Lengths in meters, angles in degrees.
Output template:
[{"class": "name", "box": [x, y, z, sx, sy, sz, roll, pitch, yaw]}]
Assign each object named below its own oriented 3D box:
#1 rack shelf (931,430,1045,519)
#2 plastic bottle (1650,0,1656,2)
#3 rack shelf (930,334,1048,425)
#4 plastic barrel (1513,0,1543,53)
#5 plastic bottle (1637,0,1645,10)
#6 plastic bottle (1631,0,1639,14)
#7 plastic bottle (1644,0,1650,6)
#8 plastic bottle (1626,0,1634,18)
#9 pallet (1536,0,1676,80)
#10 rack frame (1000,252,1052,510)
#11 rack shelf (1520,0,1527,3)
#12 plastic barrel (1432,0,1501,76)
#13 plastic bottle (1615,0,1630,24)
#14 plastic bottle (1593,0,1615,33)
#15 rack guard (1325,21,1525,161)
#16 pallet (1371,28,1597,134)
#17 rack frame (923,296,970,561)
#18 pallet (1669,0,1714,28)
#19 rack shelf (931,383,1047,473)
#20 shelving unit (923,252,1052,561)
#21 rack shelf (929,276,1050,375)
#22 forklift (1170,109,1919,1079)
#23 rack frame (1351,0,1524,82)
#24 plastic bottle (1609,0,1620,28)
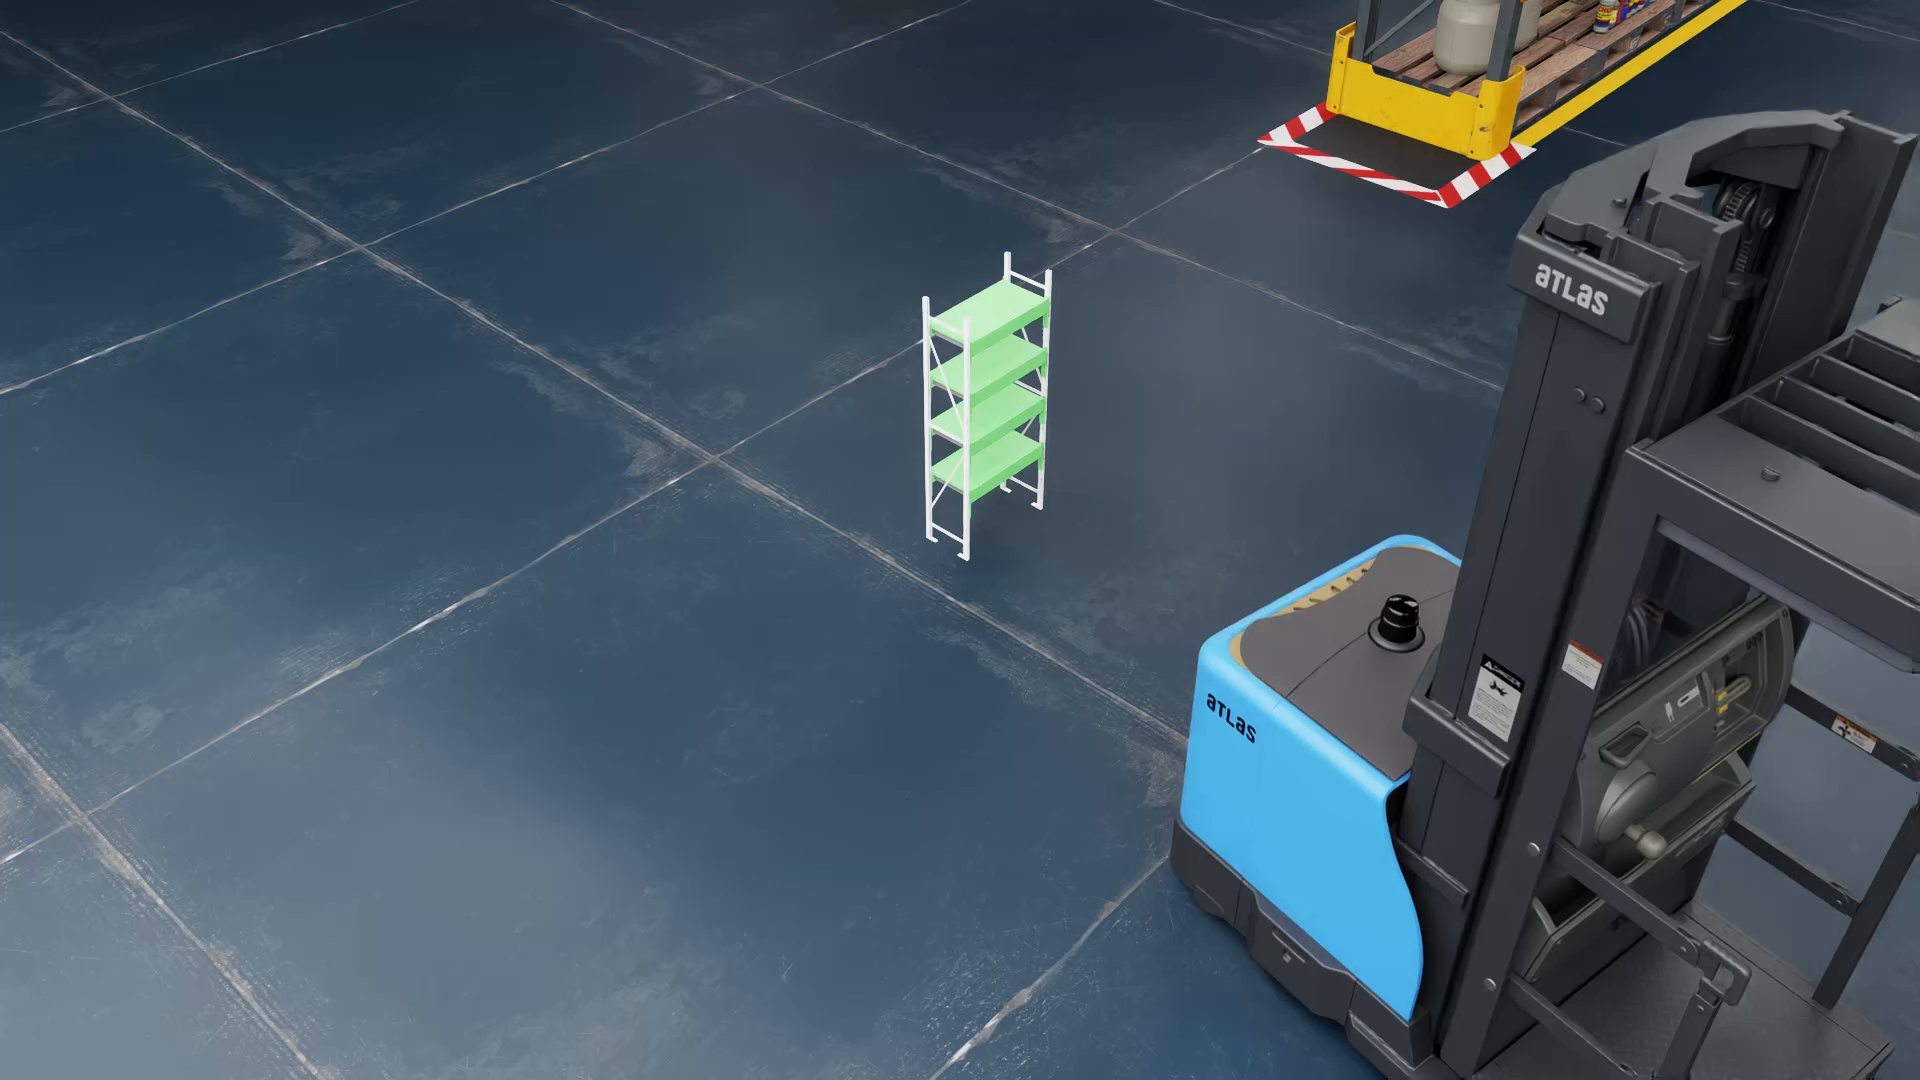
[{"class": "rack shelf", "box": [0.112, -0.308, 7.161, 0.258, 0.148, 0.480, 30, 47, 32]}, {"class": "plastic bottle", "box": [4.827, -3.867, 11.598, 0.097, 0.201, 0.097, 0, 38, 0]}, {"class": "rack shelf", "box": [0.112, -0.684, 6.863, 0.258, 0.148, 0.480, 30, 47, 32]}, {"class": "plastic barrel", "box": [3.596, -3.500, 10.903, 0.421, 0.512, 0.421, 0, 38, 0]}, {"class": "plastic bottle", "box": [4.689, -3.772, 11.479, 0.097, 0.201, 0.097, 0, 38, 0]}, {"class": "plastic bottle", "box": [4.622, -3.754, 11.400, 0.097, 0.271, 0.097, 0, 38, 0]}, {"class": "plastic bottle", "box": [4.759, -3.847, 11.517, 0.097, 0.271, 0.097, 0, 38, 0]}, {"class": "plastic bottle", "box": [4.554, -3.708, 11.342, 0.097, 0.271, 0.097, 0, 38, 0]}, {"class": "pallet", "box": [4.262, -3.637, 11.654, 1.003, 0.211, 1.213, 30, 47, 32]}, {"class": "rack frame", "box": [0.276, -0.658, 7.113, 0.240, 1.200, 0.015, 30, 47, 32]}, {"class": "rack shelf", "box": [4.219, -4.382, 10.928, 1.077, 0.370, 4.000, 30, 47, 32]}, {"class": "plastic barrel", "box": [3.258, -3.270, 10.613, 0.421, 0.512, 0.421, 0, 38, 0]}, {"class": "plastic bottle", "box": [4.489, -3.652, 11.262, 0.061, 0.283, 0.133, 30, 48, 33]}, {"class": "plastic bottle", "box": [4.323, -3.551, 11.144, 0.097, 0.271, 0.097, 0, 38, 0]}, {"class": "rack guard", "box": [2.887, -2.821, 10.396, 1.175, 0.500, 0.348, 30, 47, 32]}, {"class": "pallet", "box": [3.439, -3.079, 10.952, 1.003, 0.211, 1.213, 30, 47, 32]}, {"class": "rack frame", "box": [-0.053, -0.434, 6.831, 0.240, 1.200, 0.015, 30, 47, 32]}, {"class": "pallet", "box": [5.085, -4.200, 12.362, 1.003, 0.211, 1.213, 30, 47, 32]}, {"class": "rack shelf", "box": [0.112, -0.496, 7.012, 0.258, 0.148, 0.480, 30, 47, 32]}, {"class": "shelving unit", "box": [0.112, -0.546, 6.972, 0.258, 1.200, 0.503, 30, 47, 32]}, {"class": "rack shelf", "box": [0.112, -0.871, 6.713, 0.258, 0.148, 0.480, 30, 47, 32]}, {"class": "forklift", "box": [2.013, 0.562, 4.188, 1.130, 2.935, 3.031, -25, 45, -28]}, {"class": "rack frame", "box": [2.870, -3.744, 9.549, 1.000, 3.000, 0.127, 30, 47, 32]}, {"class": "plastic bottle", "box": [4.393, -3.571, 11.226, 0.097, 0.201, 0.097, 0, 38, 0]}]
